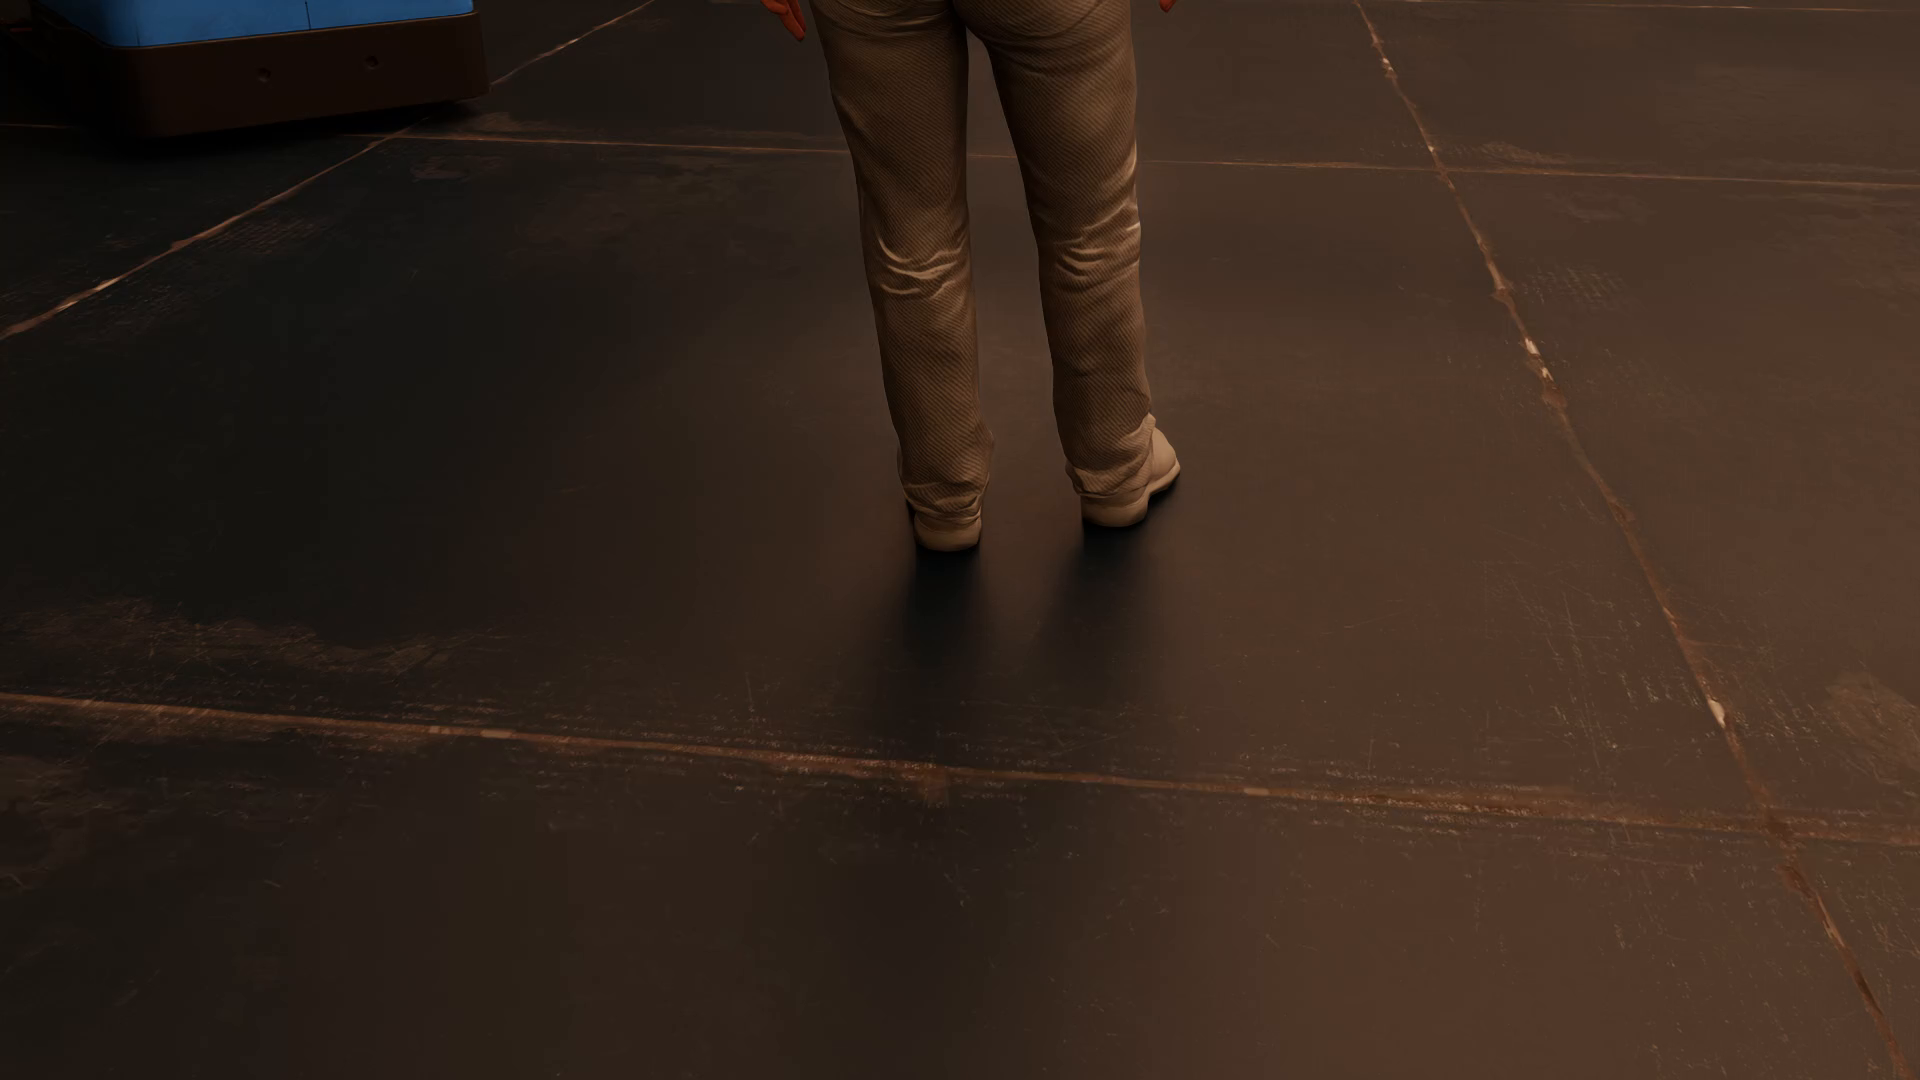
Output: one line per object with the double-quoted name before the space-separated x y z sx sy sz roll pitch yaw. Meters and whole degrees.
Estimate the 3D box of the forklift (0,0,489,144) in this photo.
"forklift" -2.721 -3.004 5.238 1.130 2.935 3.031 -18 32 -32

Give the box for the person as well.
"person" 0.016 -0.827 2.155 0.632 1.773 0.568 3 27 7
